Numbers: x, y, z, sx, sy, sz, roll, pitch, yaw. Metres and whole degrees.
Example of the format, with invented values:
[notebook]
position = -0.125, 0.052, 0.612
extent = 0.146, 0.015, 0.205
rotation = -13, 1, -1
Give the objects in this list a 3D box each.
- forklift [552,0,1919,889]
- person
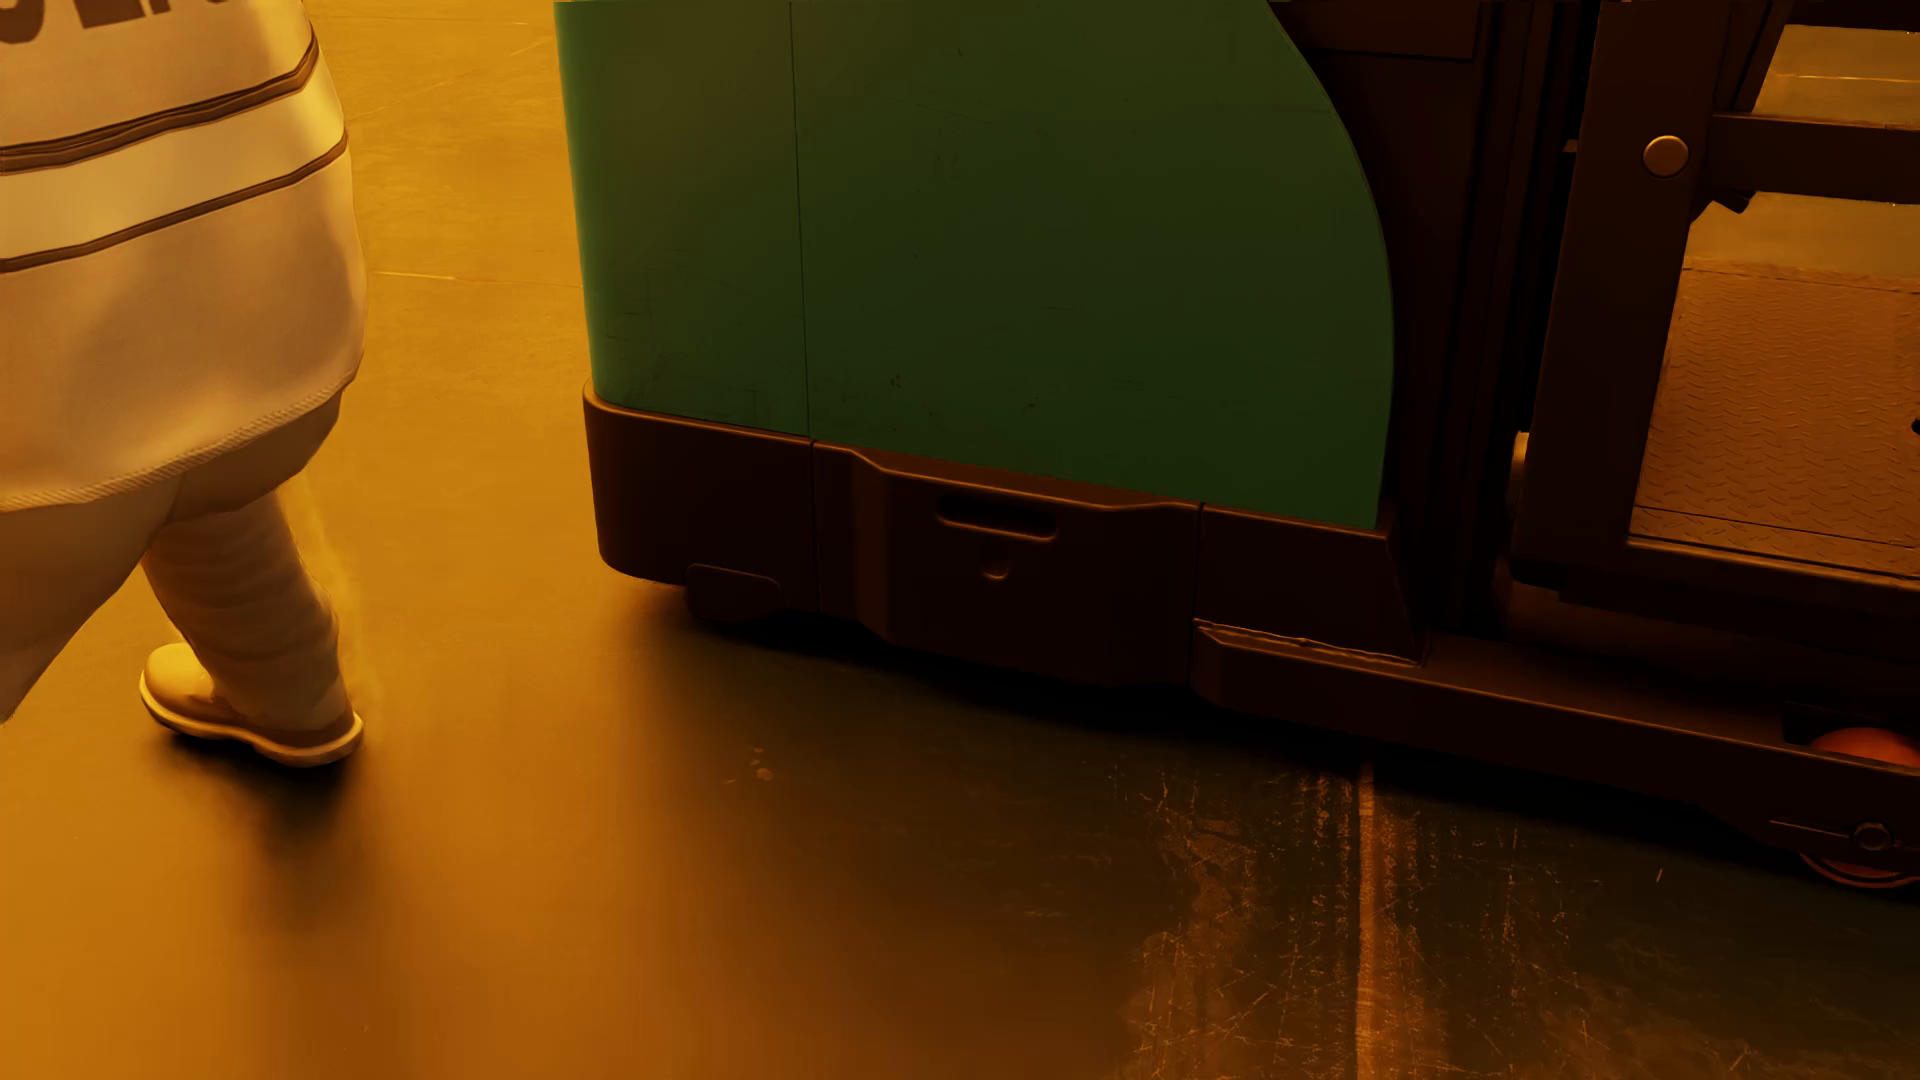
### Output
[forklift]
position = 1.066, -1.179, 1.583
extent = 3.031, 2.935, 1.130
rotation = 10, 28, 19
[person]
position = -0.775, -0.192, 1.190
extent = 0.989, 1.595, 1.046
rotation = 13, 30, 24
